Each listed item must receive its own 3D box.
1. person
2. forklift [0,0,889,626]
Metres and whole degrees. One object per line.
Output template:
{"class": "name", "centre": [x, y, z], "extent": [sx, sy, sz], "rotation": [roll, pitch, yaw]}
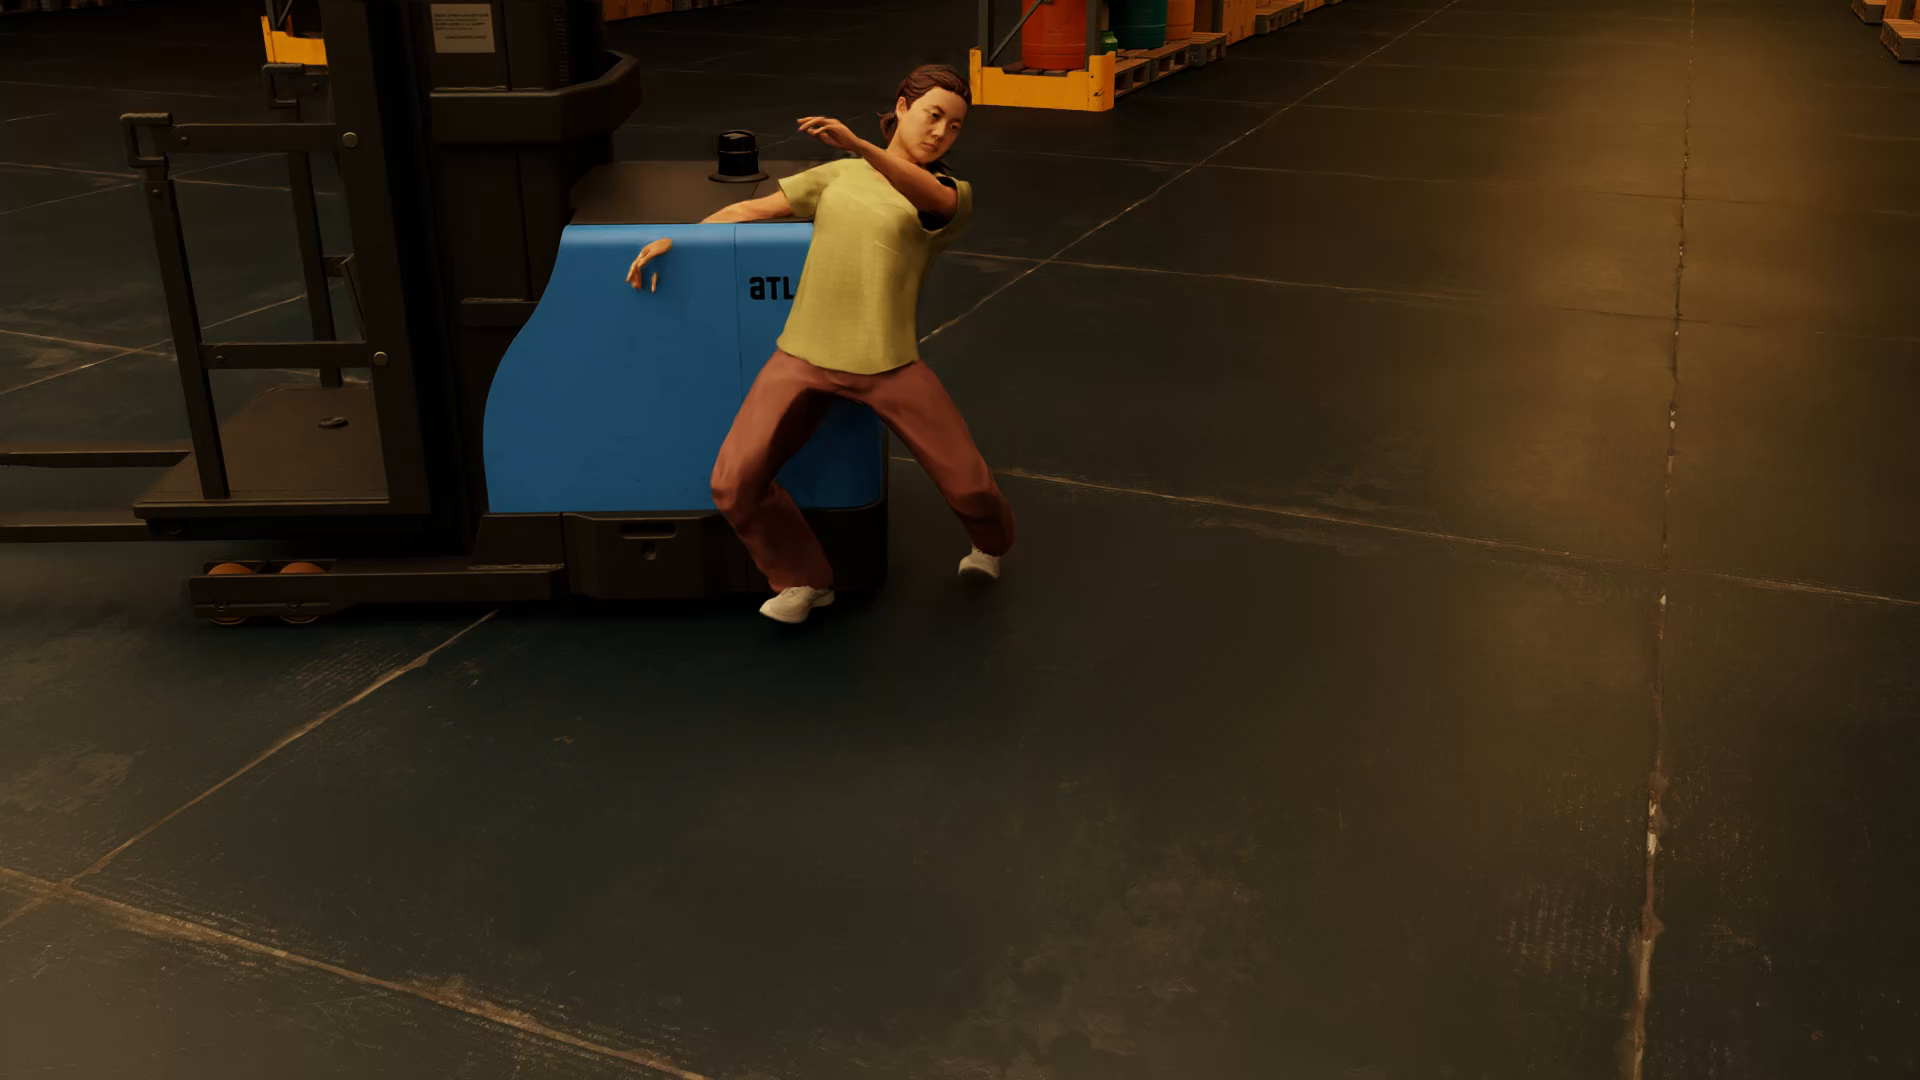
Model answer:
{"class": "person", "centre": [-0.351, -0.469, 4.297], "extent": [0.961, 1.438, 0.740], "rotation": [3, 23, 8]}
{"class": "forklift", "centre": [-1.733, -1.327, 4.468], "extent": [3.031, 2.935, 1.130], "rotation": [-1, 23, -2]}
